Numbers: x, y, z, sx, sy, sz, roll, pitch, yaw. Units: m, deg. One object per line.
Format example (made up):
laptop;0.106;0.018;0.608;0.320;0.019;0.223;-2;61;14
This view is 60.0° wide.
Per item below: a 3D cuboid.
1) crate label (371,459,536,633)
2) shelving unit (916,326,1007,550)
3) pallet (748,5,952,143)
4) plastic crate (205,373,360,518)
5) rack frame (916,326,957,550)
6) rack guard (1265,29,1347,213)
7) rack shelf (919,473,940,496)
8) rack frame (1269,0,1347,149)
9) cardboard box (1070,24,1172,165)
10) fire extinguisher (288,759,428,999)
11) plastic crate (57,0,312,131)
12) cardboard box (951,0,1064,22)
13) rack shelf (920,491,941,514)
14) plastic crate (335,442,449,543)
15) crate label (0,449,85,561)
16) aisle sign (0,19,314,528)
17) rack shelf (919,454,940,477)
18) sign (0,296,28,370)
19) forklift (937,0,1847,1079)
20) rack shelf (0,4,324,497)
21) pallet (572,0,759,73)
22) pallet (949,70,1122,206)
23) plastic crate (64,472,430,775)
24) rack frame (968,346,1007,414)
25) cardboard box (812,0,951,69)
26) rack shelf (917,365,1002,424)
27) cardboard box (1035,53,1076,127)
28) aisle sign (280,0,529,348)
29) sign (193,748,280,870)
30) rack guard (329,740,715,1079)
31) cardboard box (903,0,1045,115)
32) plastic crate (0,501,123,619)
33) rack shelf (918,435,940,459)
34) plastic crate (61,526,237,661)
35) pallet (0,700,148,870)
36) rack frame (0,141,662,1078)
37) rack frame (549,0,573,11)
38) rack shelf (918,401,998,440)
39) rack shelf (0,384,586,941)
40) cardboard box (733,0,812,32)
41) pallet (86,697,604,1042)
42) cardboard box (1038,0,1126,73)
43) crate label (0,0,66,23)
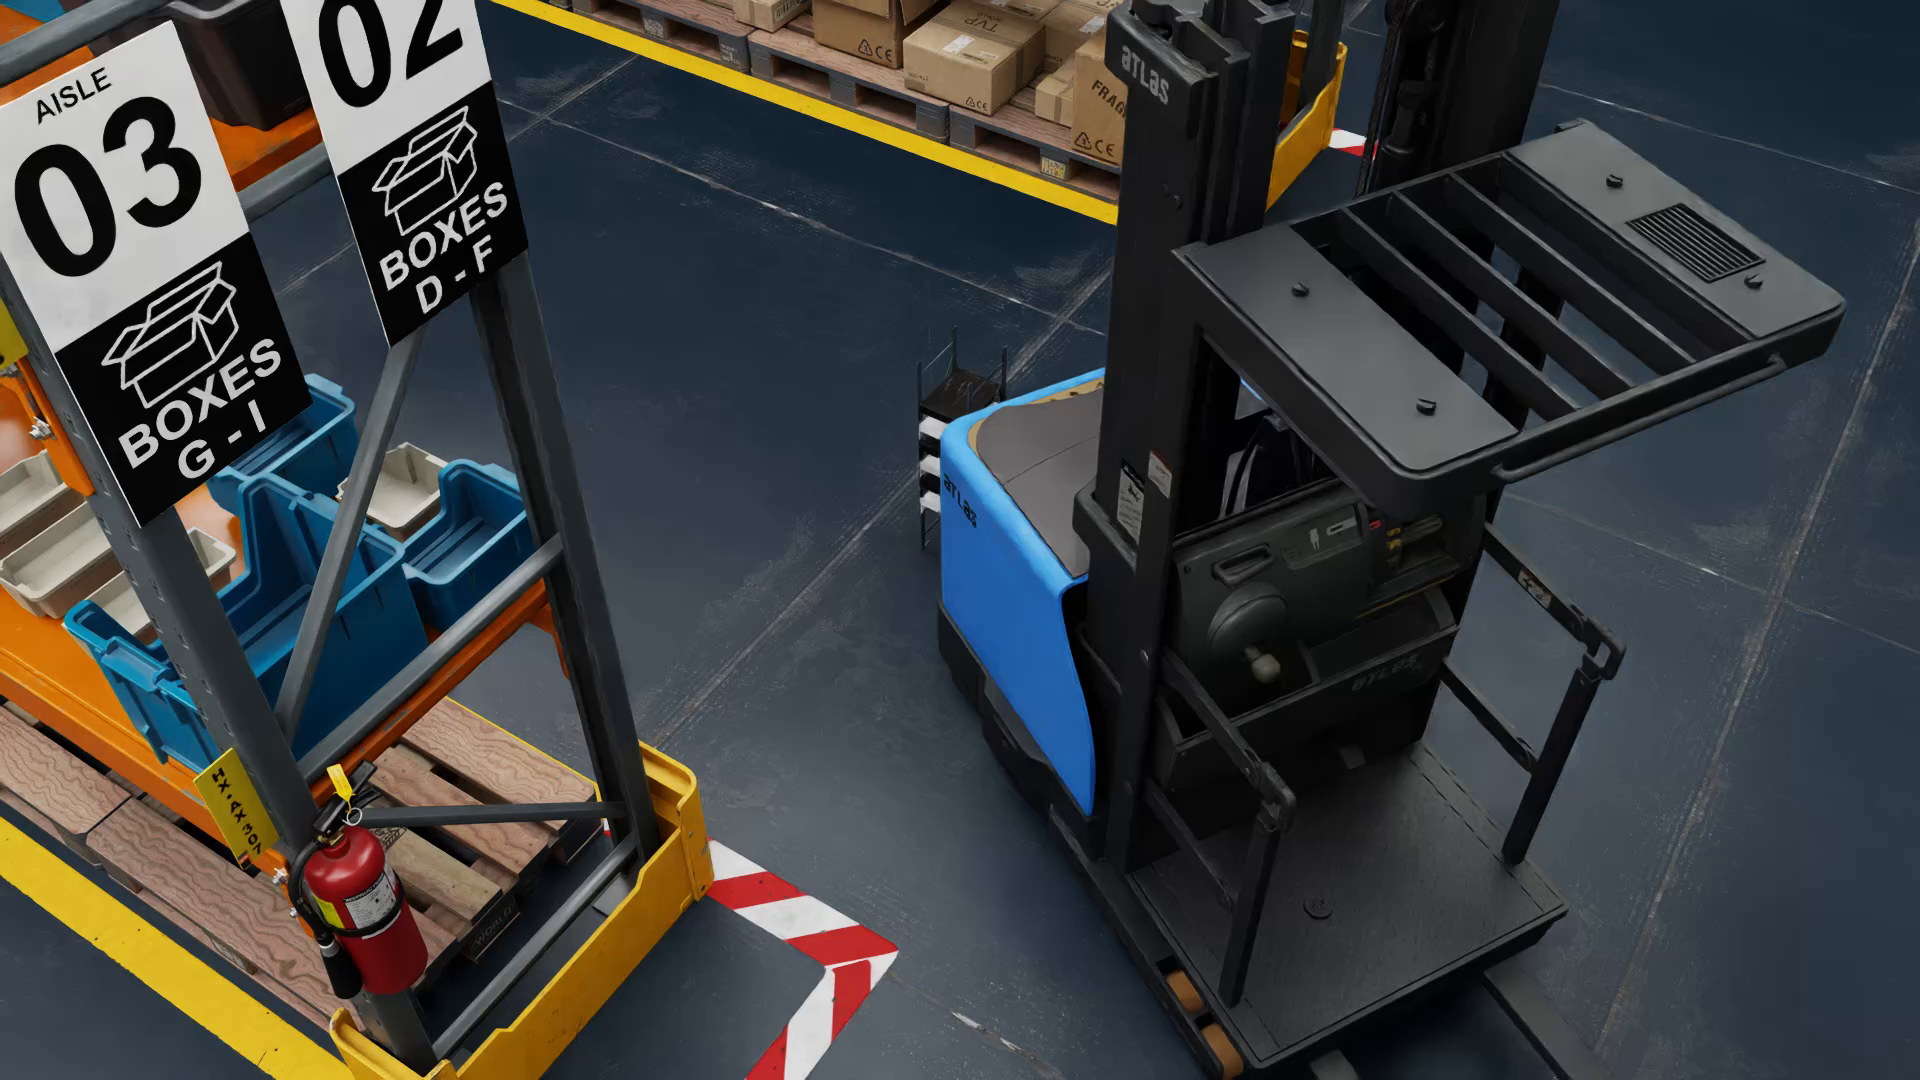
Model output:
crate label;-1.263;0.030;4.204;0.303;0.233;0.416;25;51;22
shelving unit;0.007;-0.310;5.924;0.210;0.900;0.258;25;51;22
pallet;-0.314;-2.541;8.572;1.213;0.211;1.003;25;51;22
plastic crate;-1.817;-0.225;4.452;0.300;0.233;0.416;25;51;22
rack frame;-0.079;-0.350;5.962;0.006;0.900;0.240;25;51;22
rack guard;1.380;-1.860;7.709;0.348;0.500;1.175;25;51;22
rack shelf;0.007;-0.225;6.013;0.200;0.077;0.258;25;51;22
rack frame;1.444;-2.702;6.784;0.127;3.000;1.000;25;51;22
cardboard box;0.854;-2.046;7.583;0.500;0.500;0.500;25;51;22
fire extinguisher;-1.351;0.776;3.718;0.183;0.674;0.296;25;51;22
plastic crate;-1.407;-1.030;3.159;0.590;0.269;0.497;25;51;22
cardboard box;0.298;-2.666;8.360;0.500;0.250;0.500;25;51;22
rack shelf;0.007;-0.162;6.077;0.200;0.077;0.258;25;51;22
plastic crate;-1.488;-0.111;4.408;0.298;0.136;0.250;25;51;22
crate label;-2.501;-0.063;4.361;0.243;0.136;0.396;25;51;22
aisle sign;-1.331;-0.415;2.749;0.004;0.787;0.394;25;51;22
rack shelf;0.007;-0.287;5.948;0.200;0.077;0.258;25;51;22
sign;-1.516;-0.384;2.513;0.005;0.325;0.100;25;51;22
forklift;1.047;0.148;4.062;1.130;2.935;3.031;-20;49;-19
rack shelf;-2.917;-1.282;3.815;4.000;0.370;1.077;25;51;22
pallet;-1.345;-3.012;9.030;1.213;0.211;1.003;25;51;22
pallet;0.709;-2.068;8.112;1.213;0.211;1.003;25;51;22
plastic crate;-1.616;0.237;3.862;0.499;0.435;0.616;25;51;22
rack frame;0.092;-0.271;5.886;0.006;0.900;0.240;25;51;22
cardboard box;-0.339;-2.810;8.323;0.637;0.503;0.797;25;51;22
rack shelf;0.007;-0.475;5.754;0.200;0.077;0.258;25;51;22
cardboard box;0.561;-2.141;7.908;0.250;0.166;0.380;25;51;22
aisle sign;-1.012;-0.771;3.095;0.004;0.787;0.394;25;51;22
sign;-1.516;0.568;3.493;0.005;0.325;0.100;25;51;22
rack guard;-1.206;1.159;4.775;0.348;0.500;1.175;25;51;22
cardboard box;0.070;-2.345;8.048;0.500;0.250;0.500;25;51;22
plastic crate;-2.253;0.030;4.271;0.243;0.136;0.396;25;51;22
rack shelf;0.007;-0.350;5.884;0.200;0.077;0.258;25;51;22
plastic crate;-2.017;0.151;4.153;0.243;0.136;0.396;25;51;22
pallet;-2.929;0.443;5.672;1.213;0.211;1.003;25;51;22
rack frame;-1.233;0.287;3.880;0.127;3.000;1.000;25;51;22
rack frame;-1.923;-4.251;8.289;0.127;3.000;1.000;25;51;22
rack shelf;0.007;-0.413;5.819;0.200;0.077;0.258;25;51;22
rack shelf;-2.917;-0.237;4.890;4.000;0.370;1.077;25;51;22
cardboard box;-0.953;-2.795;8.543;0.250;0.166;0.380;25;51;22
pallet;-1.906;0.916;5.213;1.213;0.211;1.003;25;51;22
cardboard box;0.719;-2.473;8.172;0.500;0.250;0.500;25;51;22
crate label;-1.835;-1.259;3.394;0.502;0.251;0.408;25;51;22
